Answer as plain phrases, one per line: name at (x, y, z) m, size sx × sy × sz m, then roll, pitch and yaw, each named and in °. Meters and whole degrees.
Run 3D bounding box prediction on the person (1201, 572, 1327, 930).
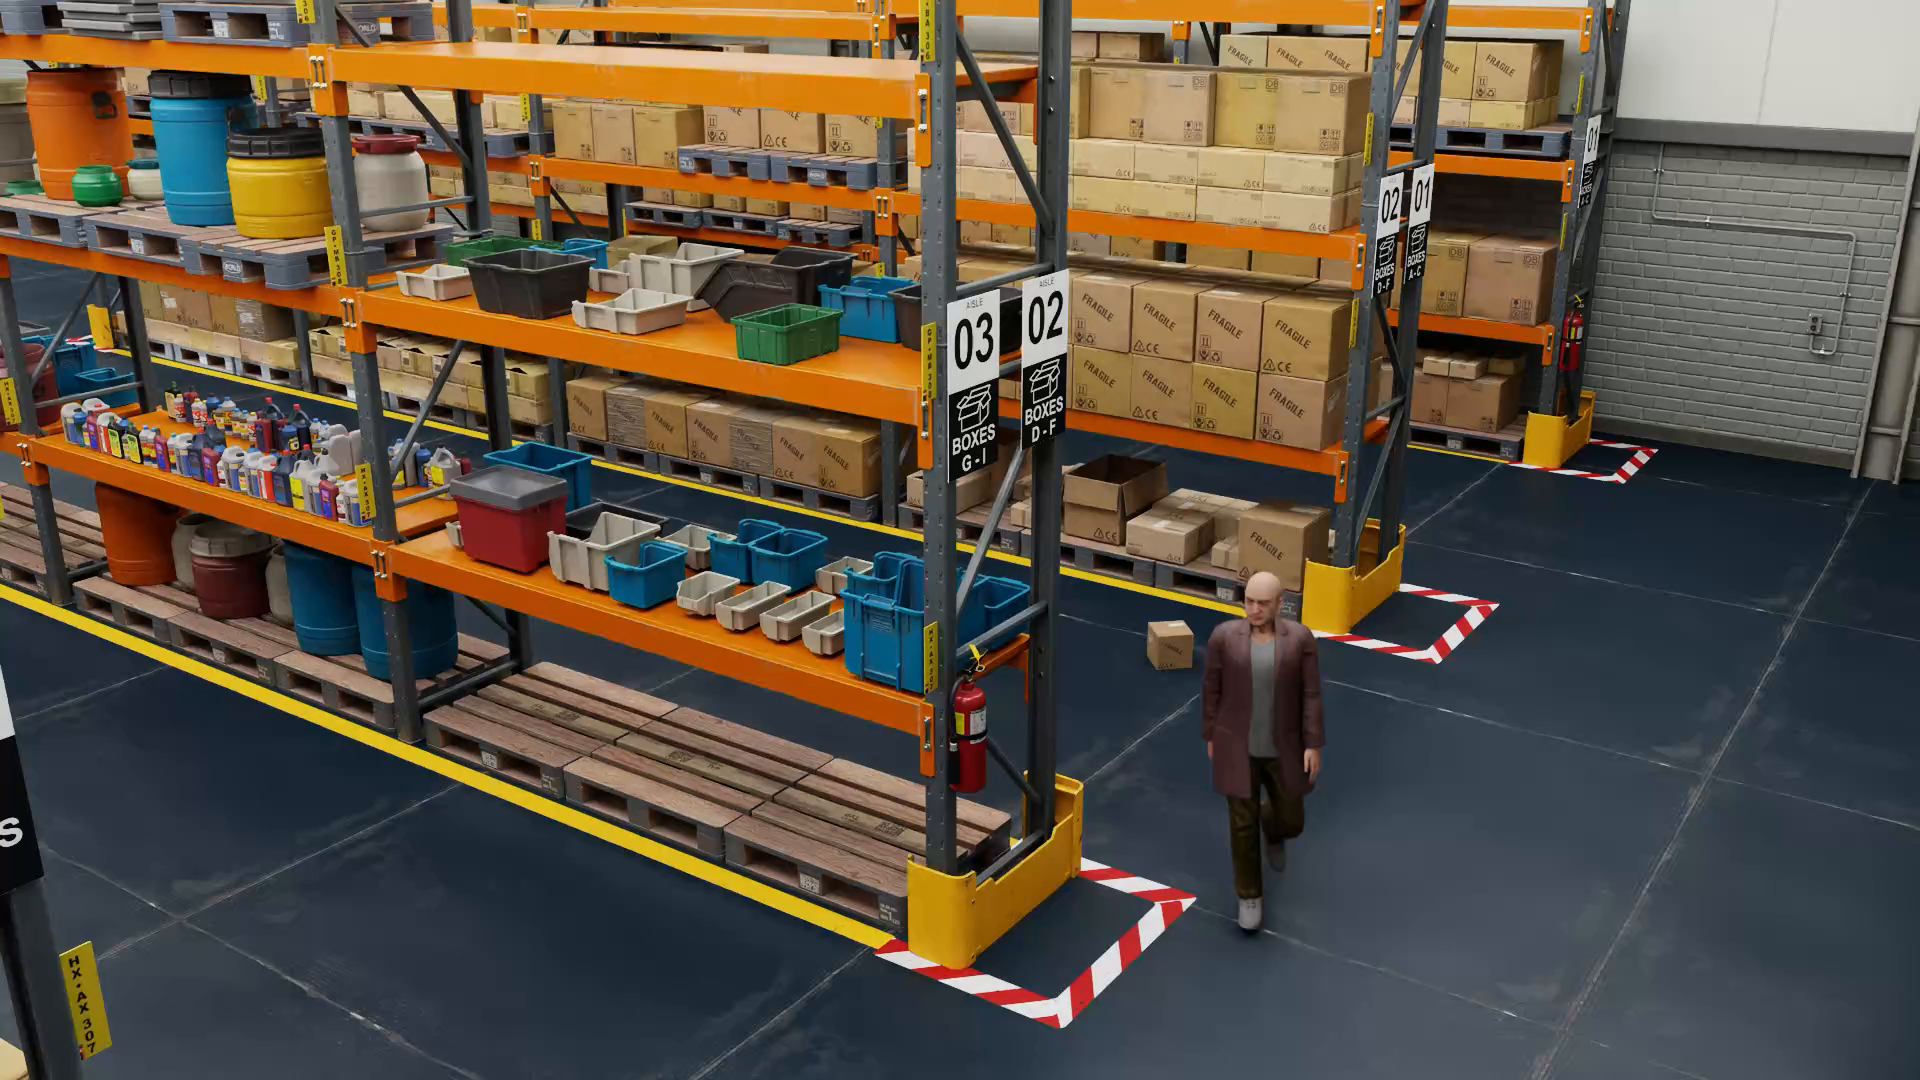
person at (1.491, 0.992, 8.228) m, size 0.617 × 1.767 × 0.724 m, roll 2°, pitch 20°, yaw 6°
